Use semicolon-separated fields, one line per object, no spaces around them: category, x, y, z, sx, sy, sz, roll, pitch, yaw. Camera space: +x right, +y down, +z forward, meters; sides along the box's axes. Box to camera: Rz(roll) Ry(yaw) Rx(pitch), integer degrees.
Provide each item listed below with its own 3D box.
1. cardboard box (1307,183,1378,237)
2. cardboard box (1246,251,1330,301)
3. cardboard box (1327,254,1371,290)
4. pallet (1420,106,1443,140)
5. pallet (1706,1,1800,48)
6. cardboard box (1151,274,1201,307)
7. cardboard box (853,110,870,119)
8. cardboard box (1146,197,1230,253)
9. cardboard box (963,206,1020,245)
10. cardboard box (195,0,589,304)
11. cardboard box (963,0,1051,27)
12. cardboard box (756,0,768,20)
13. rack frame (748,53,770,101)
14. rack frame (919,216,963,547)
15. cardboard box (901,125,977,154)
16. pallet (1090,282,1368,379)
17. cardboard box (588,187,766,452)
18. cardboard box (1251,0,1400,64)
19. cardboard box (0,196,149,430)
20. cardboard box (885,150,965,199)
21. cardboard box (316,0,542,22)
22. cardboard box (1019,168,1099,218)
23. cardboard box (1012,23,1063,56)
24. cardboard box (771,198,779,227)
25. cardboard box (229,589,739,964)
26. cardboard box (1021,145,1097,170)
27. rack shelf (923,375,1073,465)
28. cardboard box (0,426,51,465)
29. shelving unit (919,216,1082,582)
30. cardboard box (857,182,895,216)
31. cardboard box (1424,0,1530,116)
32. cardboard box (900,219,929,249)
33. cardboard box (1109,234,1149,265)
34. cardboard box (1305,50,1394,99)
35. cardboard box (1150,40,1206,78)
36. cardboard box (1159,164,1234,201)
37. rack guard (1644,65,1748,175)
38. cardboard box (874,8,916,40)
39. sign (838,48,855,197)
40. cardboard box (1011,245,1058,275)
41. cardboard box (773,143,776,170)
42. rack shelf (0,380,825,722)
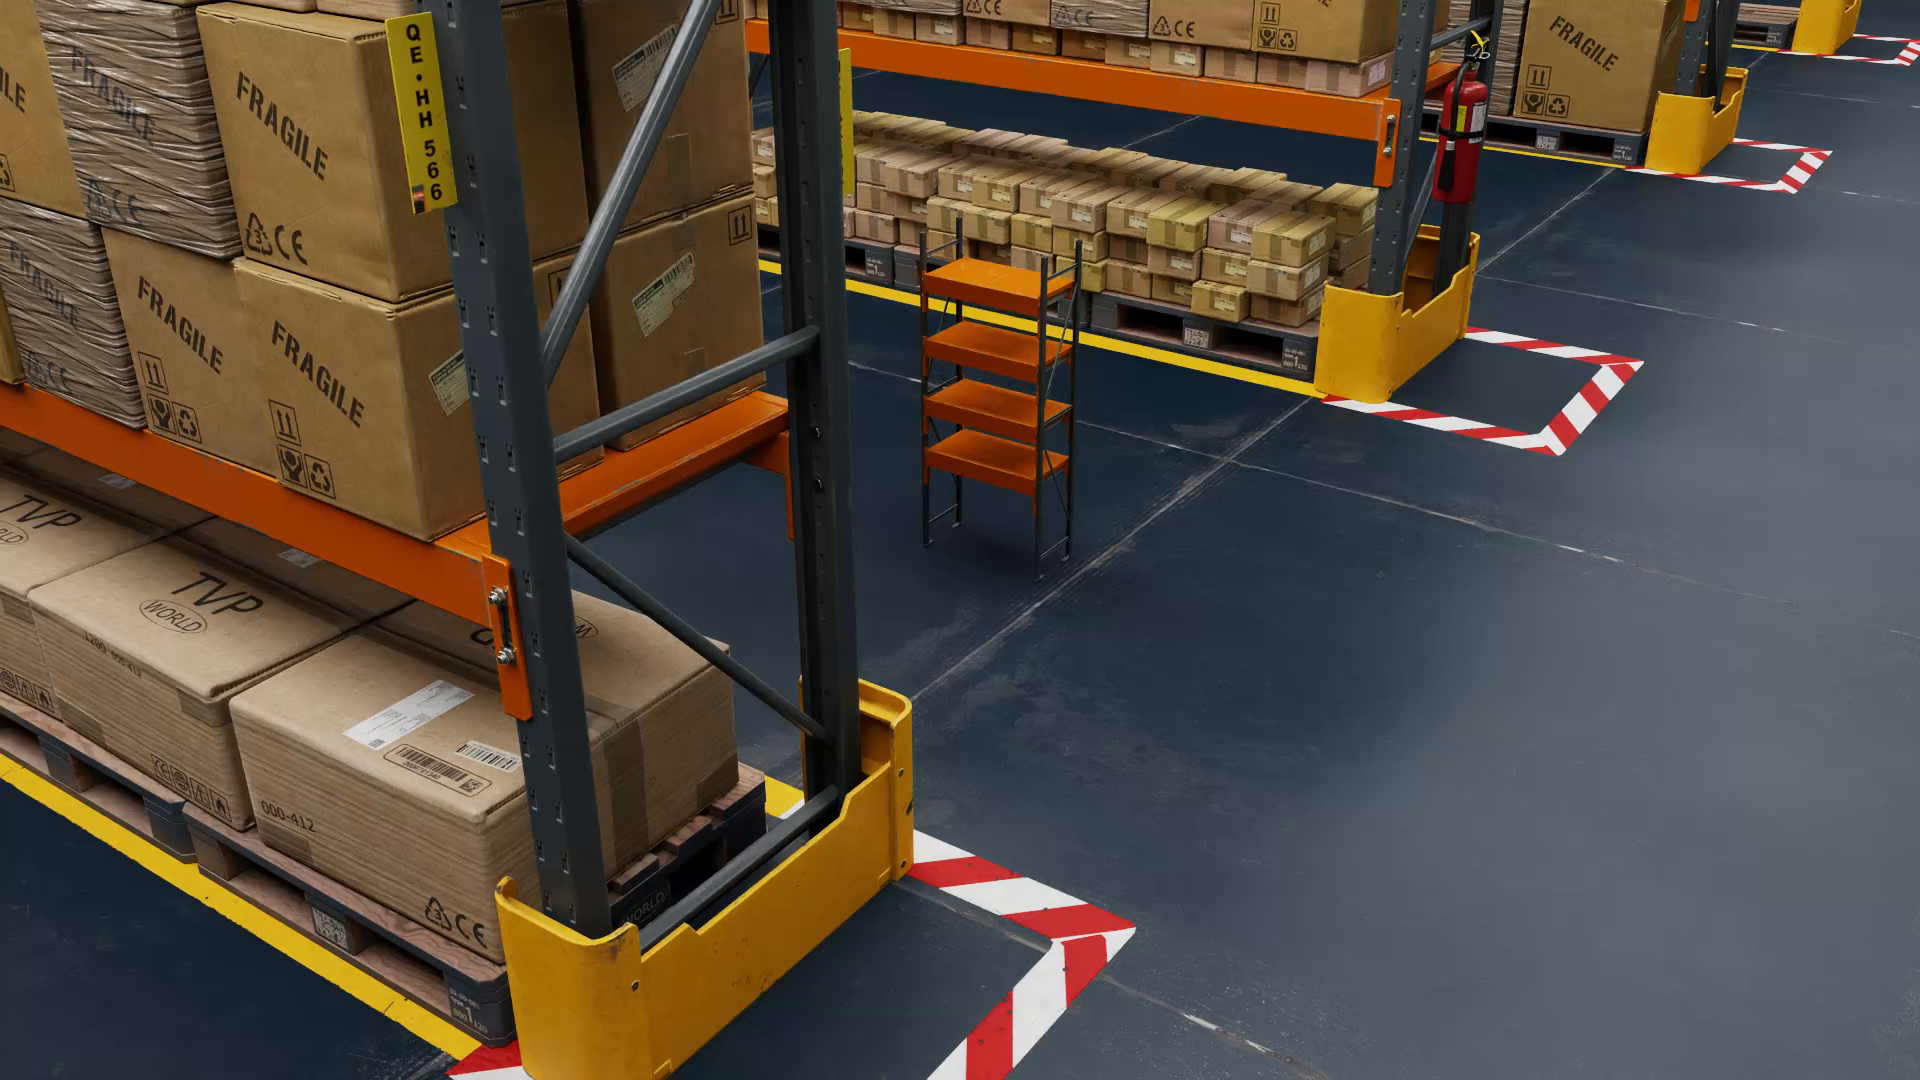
cardboard box;1.888;-1.620;8.151;0.250;0.149;0.380;16;31;28
cardboard box;1.531;-1.255;7.761;0.250;0.149;0.380;16;31;29
cardboard box;1.877;-1.348;8.272;0.250;0.149;0.380;18;32;31
pallet;3.314;-3.252;12.408;1.213;0.211;1.003;17;32;30
pallet;7.166;-4.841;15.529;1.213;0.211;1.003;17;32;30
cardboard box;1.137;-1.279;8.137;0.250;0.149;0.380;17;32;30
cardboard box;-0.729;-2.392;9.667;0.250;0.149;0.380;18;32;32
cardboard box;1.088;-1.505;7.925;0.250;0.149;0.380;17;31;29
cardboard box;0.224;-1.649;8.536;0.250;0.149;0.380;18;32;31
cardboard box;-1.124;-0.826;3.352;0.500;0.500;0.500;18;32;32
cardboard box;0.361;-2.766;7.940;0.500;0.500;0.500;19;33;33
cardboard box;-0.866;-2.859;8.837;0.250;0.149;0.380;18;32;32
rack frame;-1.170;-3.204;9.239;0.127;3.000;1.000;17;32;30
rack frame;-0.065;-0.555;6.017;0.015;1.200;0.240;17;32;30
cardboard box;-0.117;-2.184;9.259;0.250;0.149;0.380;18;32;32
pallet;1.415;-1.176;8.328;1.213;0.211;1.003;17;32;30
cardboard box;-0.825;-0.576;3.964;0.500;0.500;0.500;17;32;30
cardboard box;1.612;-2.373;7.168;0.500;0.500;0.500;18;32;31
cardboard box;-1.974;-0.633;4.076;0.500;0.500;0.500;18;32;32
cardboard box;-0.182;-1.926;8.752;0.250;0.149;0.380;18;32;31
cardboard box;-1.001;-1.097;3.171;0.250;0.149;0.380;18;32;31
cardboard box;0.503;-1.753;8.411;0.250;0.149;0.380;16;31;29
cardboard box;0.459;-2.469;8.071;0.250;0.149;0.380;18;32;31
cardboard box;-0.832;-1.839;9.237;0.250;0.149;0.380;18;32;32
cardboard box;-1.192;0.522;4.279;0.875;0.438;0.875;16;31;29
cardboard box;0.531;-1.980;8.857;0.250;0.149;0.380;17;32;30
rack shelf;0.136;-0.432;5.925;0.480;0.148;0.258;17;32;30
cardboard box;-3.432;-0.172;5.642;0.875;0.438;0.875;17;31;30
shelving unit;0.136;-0.492;5.894;0.503;1.200;0.258;17;32;30
cardboard box;-0.350;-1.890;9.009;0.250;0.149;0.380;16;31;28
cardboard box;3.696;-3.614;11.924;0.875;0.875;0.875;17;32;30
cardboard box;-0.119;-1.692;8.948;0.250;0.149;0.380;16;31;28
cardboard box;0.938;-1.495;8.234;0.250;0.149;0.380;17;31;30
cardboard box;1.699;-2.043;7.235;0.250;0.149;0.380;17;32;30
cardboard box;1.076;-2.237;7.615;0.250;0.149;0.380;18;32;32
cardboard box;1.206;-1.792;8.488;0.250;0.149;0.380;16;31;28
rack guard;5.039;-2.885;11.368;0.348;0.500;1.175;17;32;30
cardboard box;-0.225;-2.649;8.424;0.250;0.149;0.380;18;32;31
sign;-0.272;-0.928;3.724;0.005;0.325;0.100;17;32;30
cardboard box;0.467;-1.458;8.487;0.250;0.149;0.380;18;32;31
cardboard box;-0.809;-2.127;9.147;0.250;0.149;0.380;19;33;33
rack shelf;-2.240;-0.494;4.706;4.000;0.370;1.077;17;32;30
